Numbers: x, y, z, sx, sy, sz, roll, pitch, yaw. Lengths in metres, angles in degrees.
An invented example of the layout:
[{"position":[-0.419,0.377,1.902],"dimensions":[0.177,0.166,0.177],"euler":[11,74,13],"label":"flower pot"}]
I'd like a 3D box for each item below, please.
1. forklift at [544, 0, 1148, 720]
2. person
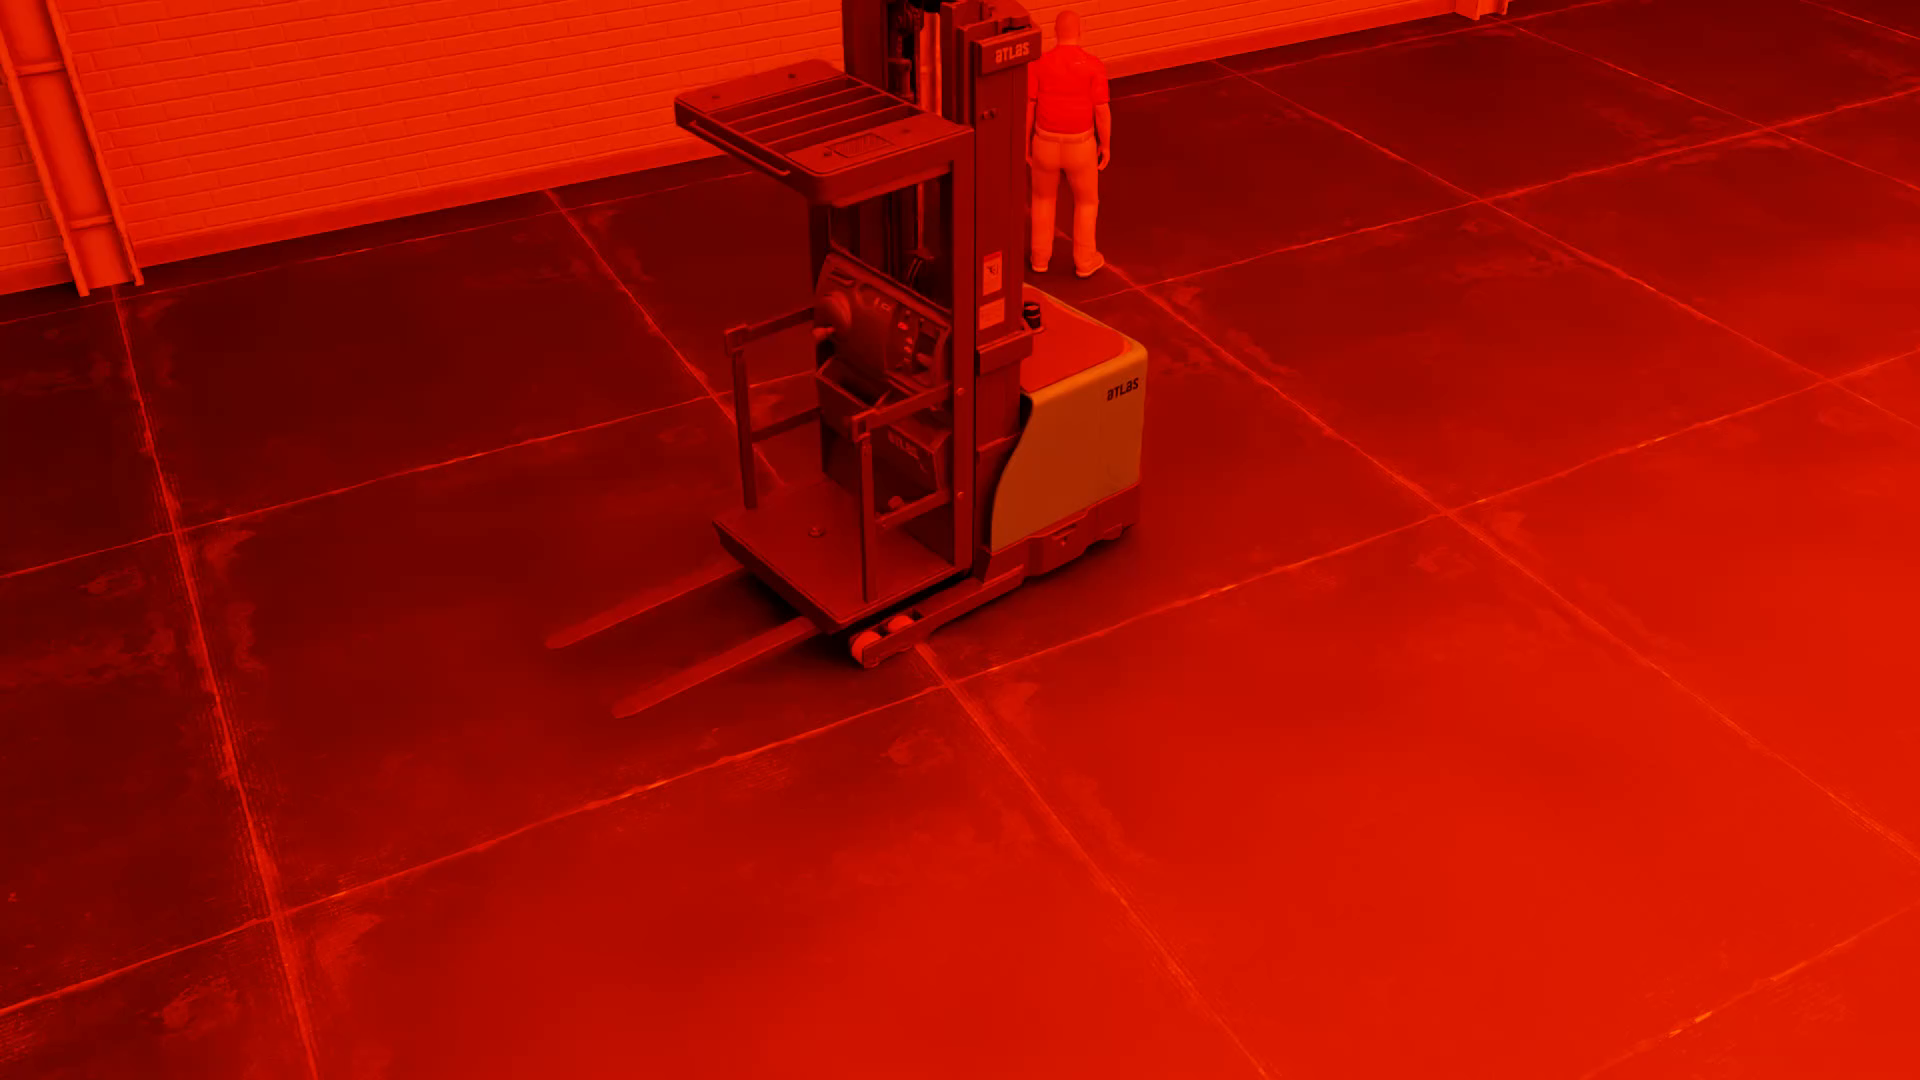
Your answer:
[{"position":[-0.522,-0.943,7.457],"dimensions":[3.031,2.935,1.130],"euler":[-25,42,-31],"label":"forklift"},{"position":[0.681,-2.550,10.776],"dimensions":[0.586,1.727,0.398],"euler":[7,36,10],"label":"person"}]
